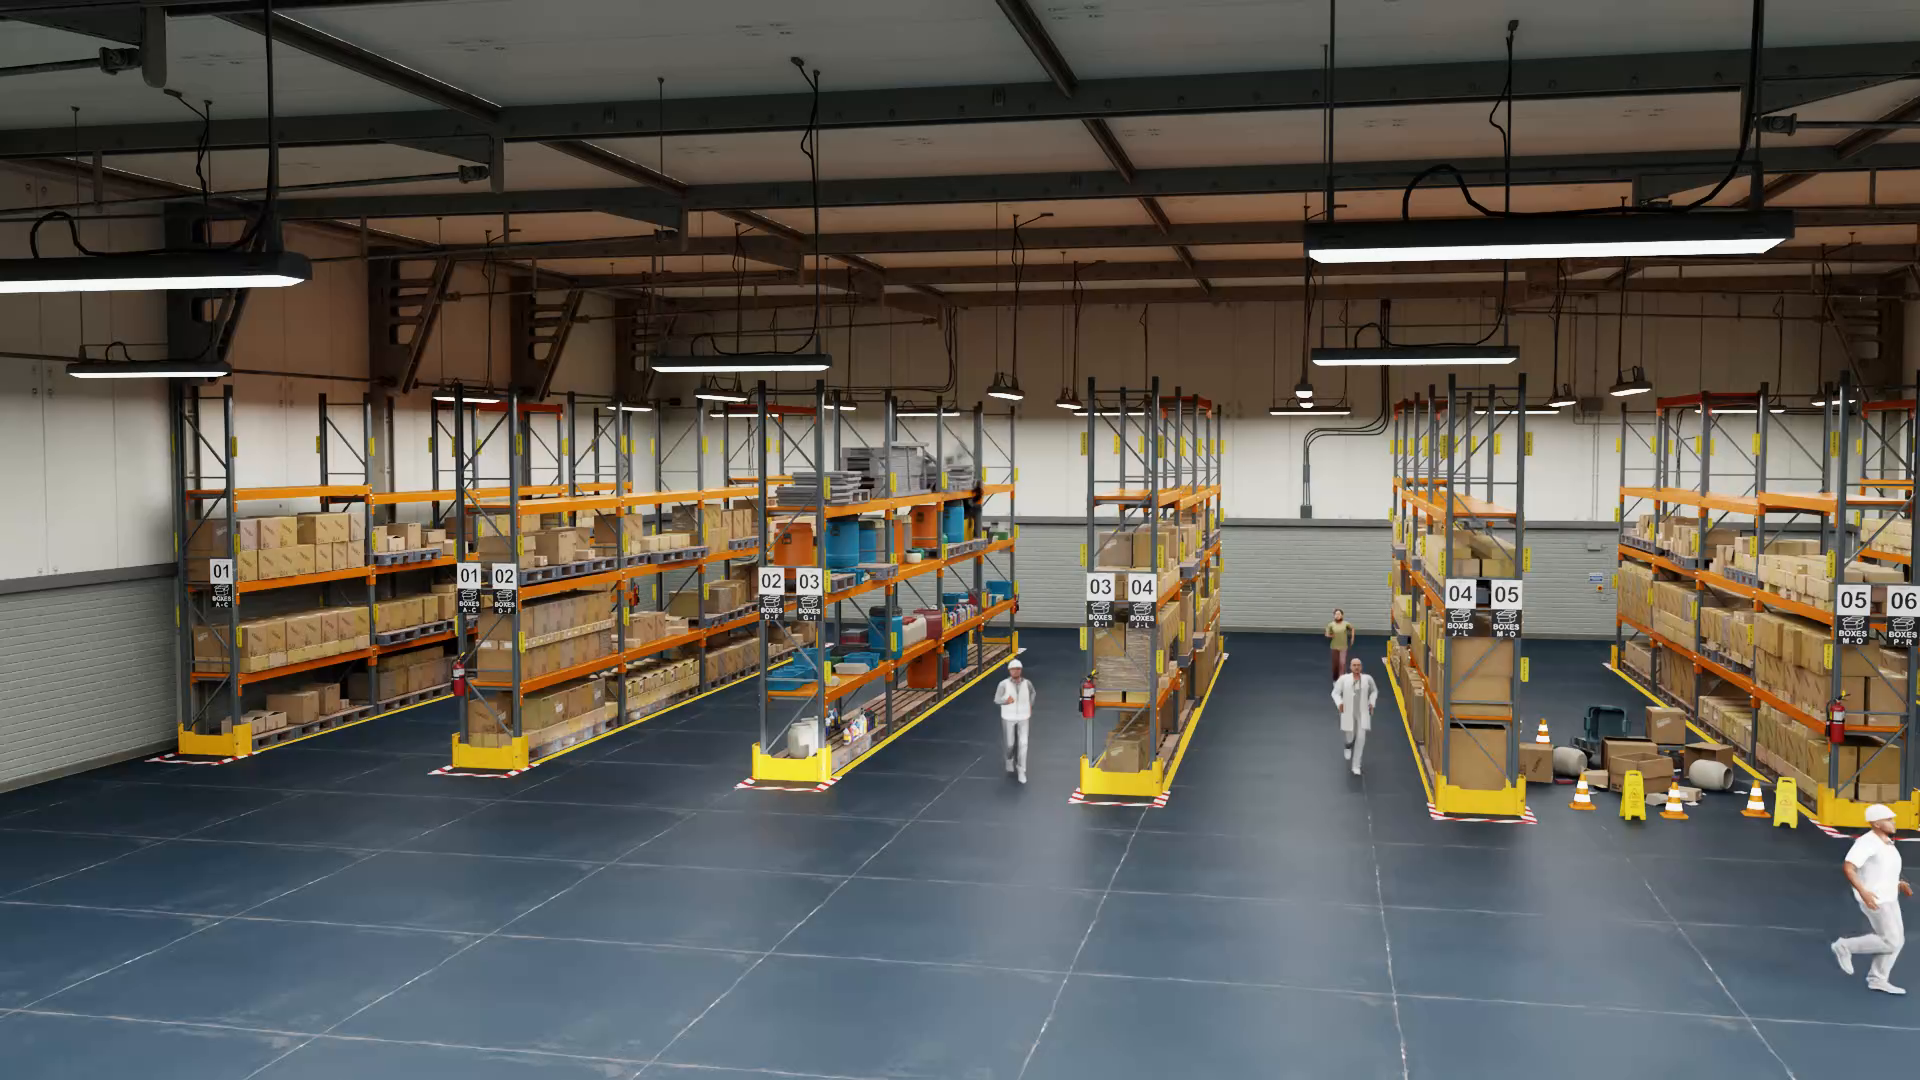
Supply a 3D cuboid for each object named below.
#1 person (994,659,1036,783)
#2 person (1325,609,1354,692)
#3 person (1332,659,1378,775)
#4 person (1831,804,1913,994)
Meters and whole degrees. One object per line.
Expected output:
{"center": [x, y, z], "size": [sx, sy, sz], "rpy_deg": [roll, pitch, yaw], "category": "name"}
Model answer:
{"center": [0.839, 2.687, 25.003], "size": [0.659, 1.776, 0.903], "rpy_deg": [0, 3, -4], "category": "person"}
{"center": [7.774, 2.238, 34.128], "size": [0.580, 1.640, 1.027], "rpy_deg": [1, 3, 16], "category": "person"}
{"center": [6.107, 2.701, 25.683], "size": [0.711, 1.754, 0.877], "rpy_deg": [0, 3, 7], "category": "person"}
{"center": [8.419, 3.291, 15.349], "size": [0.722, 1.727, 0.603], "rpy_deg": [-3, 4, -42], "category": "person"}
